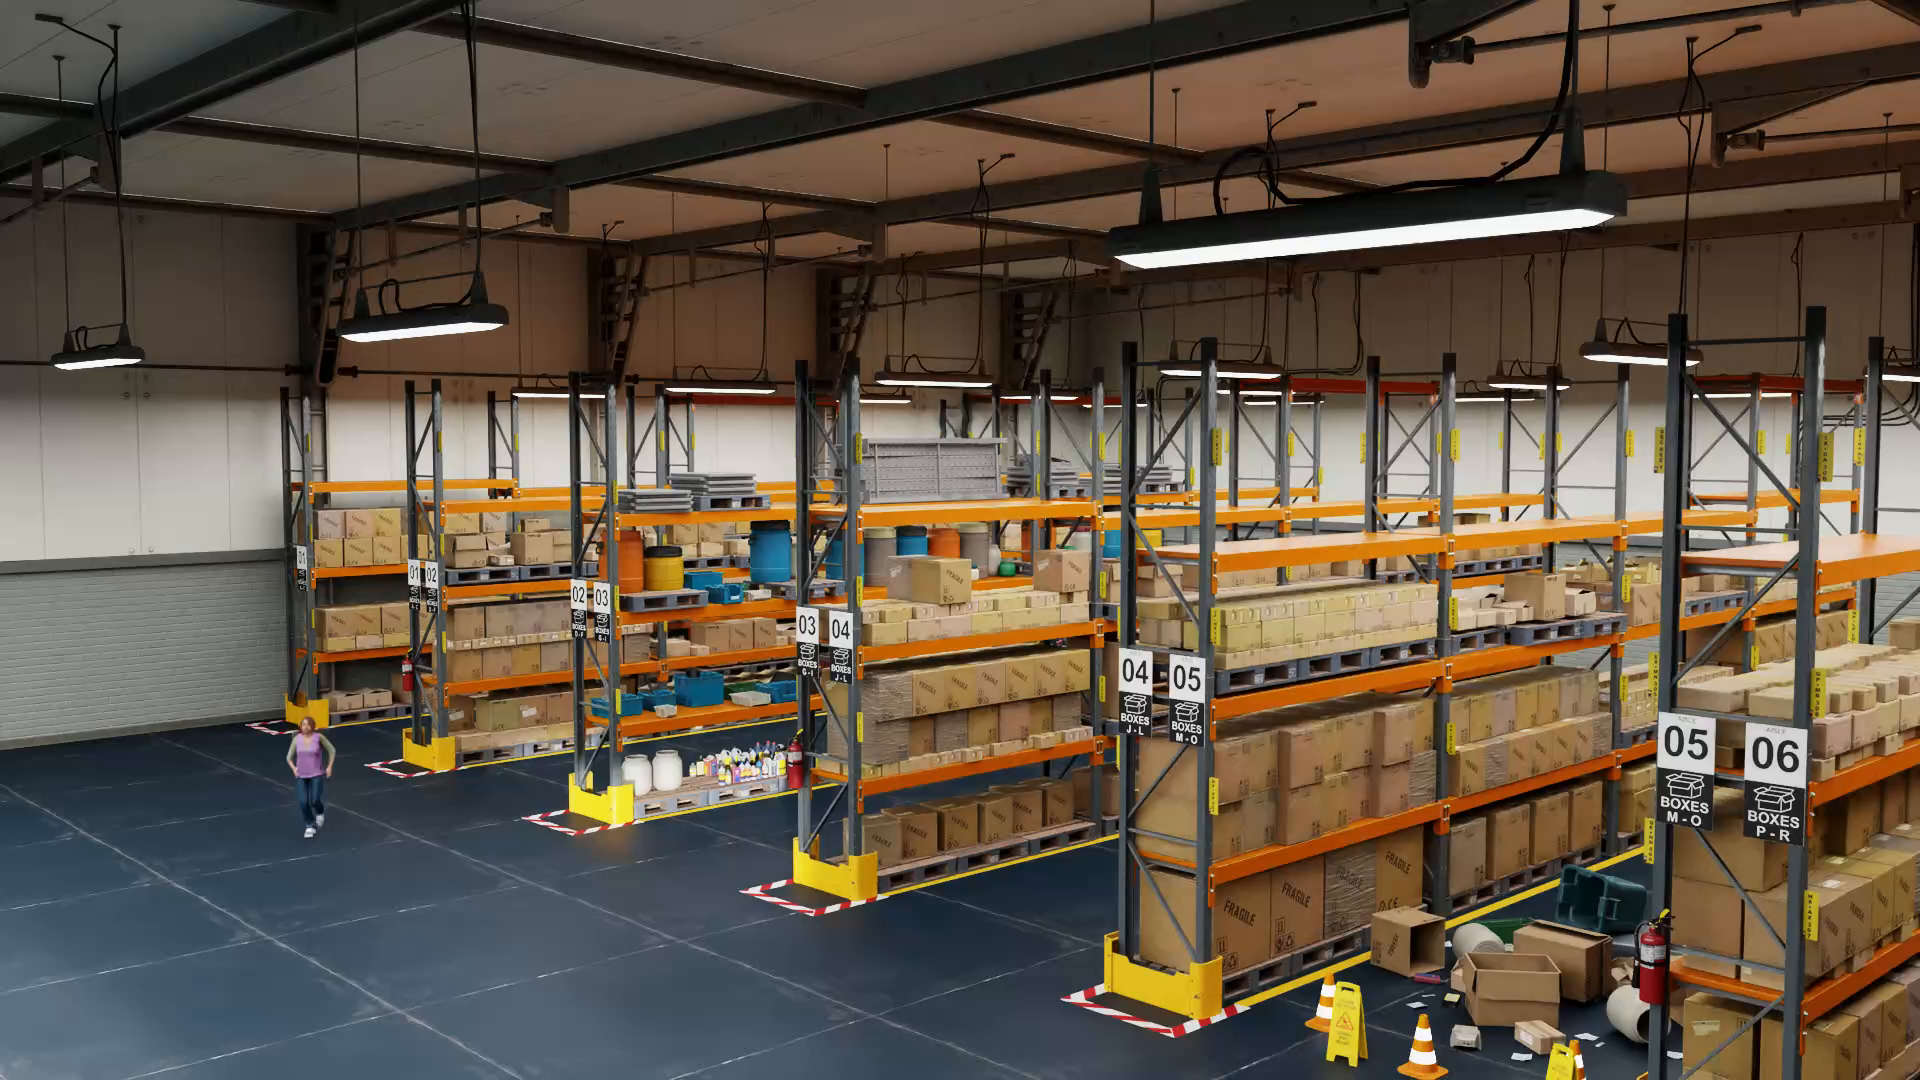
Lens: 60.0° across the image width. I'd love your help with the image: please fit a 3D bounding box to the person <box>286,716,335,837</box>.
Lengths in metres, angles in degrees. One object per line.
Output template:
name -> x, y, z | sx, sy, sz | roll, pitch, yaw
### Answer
person -> -8.314, 3.025, 21.283 | 0.584, 1.557, 0.567 | -1, 4, -13
